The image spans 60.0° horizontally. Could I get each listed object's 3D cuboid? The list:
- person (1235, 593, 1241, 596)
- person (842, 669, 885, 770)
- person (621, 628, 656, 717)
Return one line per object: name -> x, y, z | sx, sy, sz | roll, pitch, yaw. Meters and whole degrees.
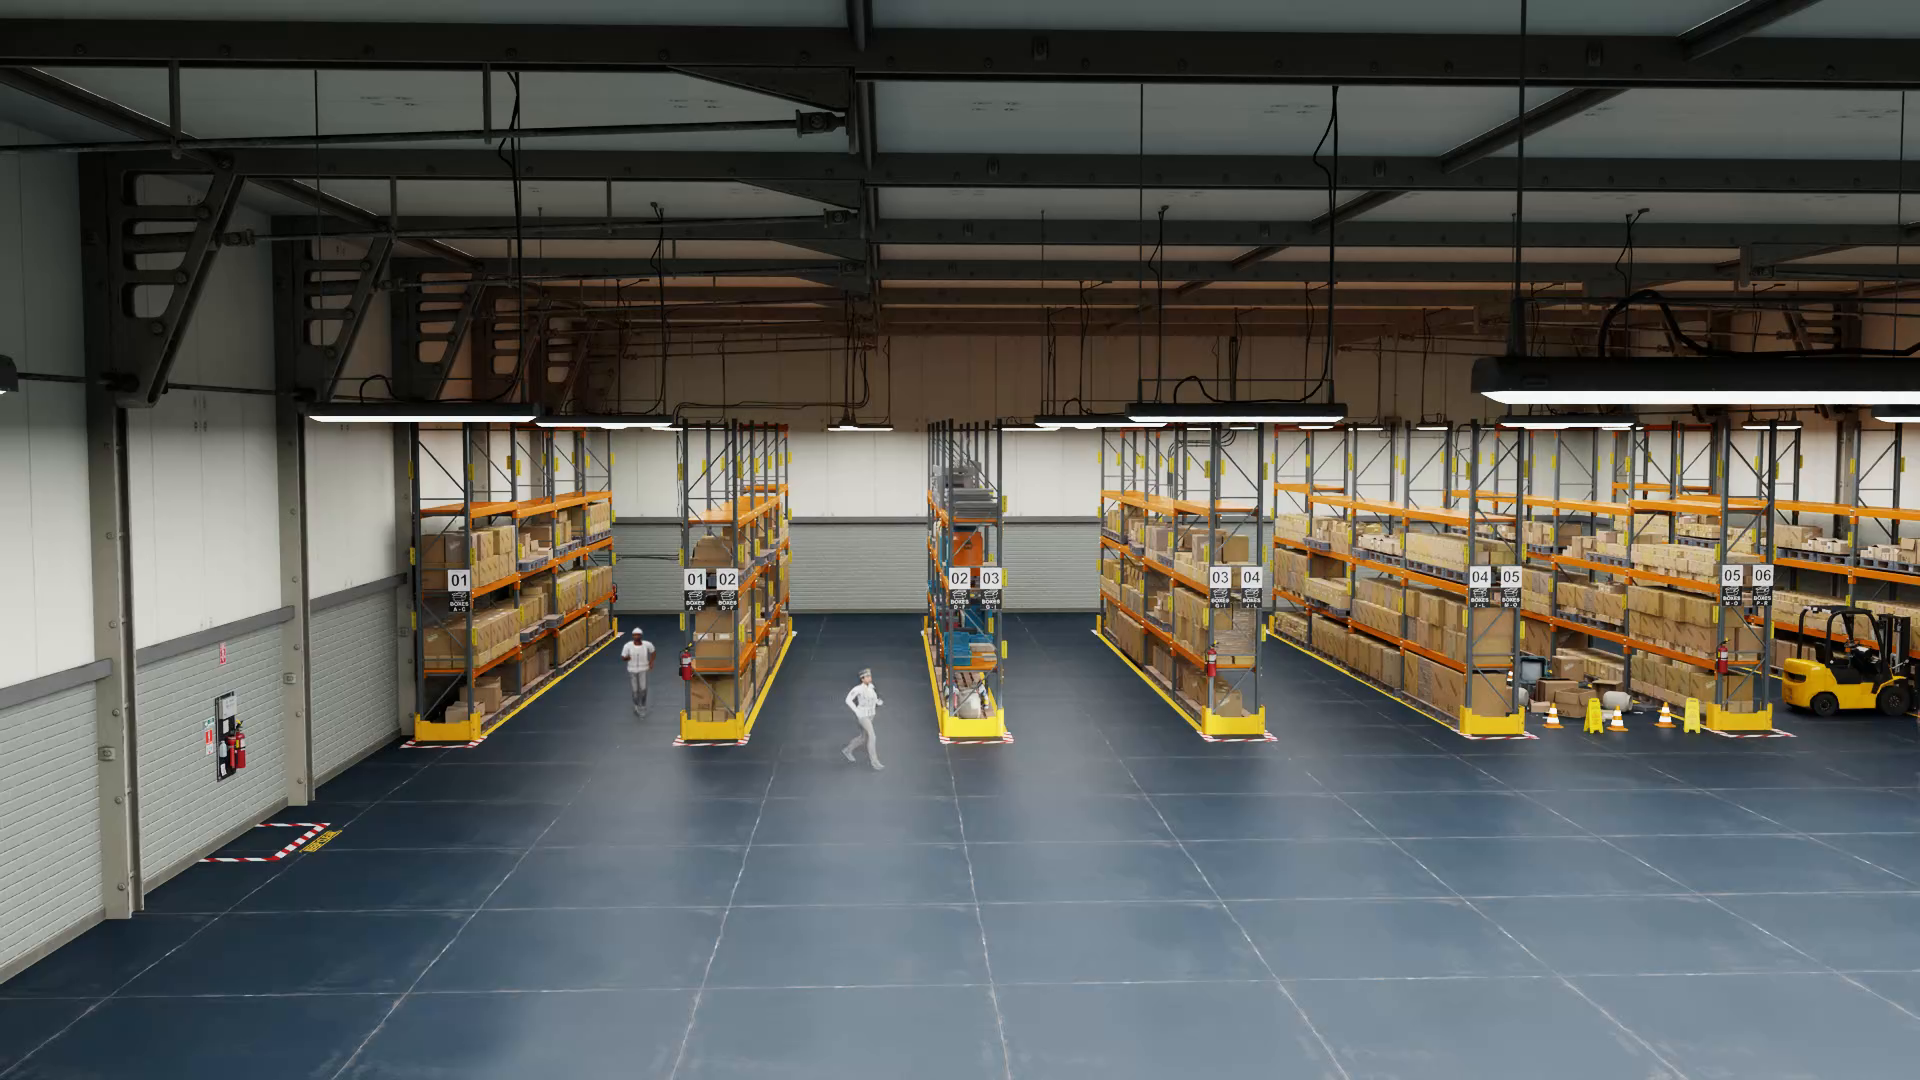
person -> 7.744, 1.979, 45.772 | 0.609, 1.651, 0.914 | 0, 4, 0
person -> -1.633, 3.053, 28.564 | 0.851, 1.705, 0.598 | 2, 4, 29
person -> -6.523, 2.687, 33.711 | 0.673, 1.812, 0.706 | 0, 4, -7
